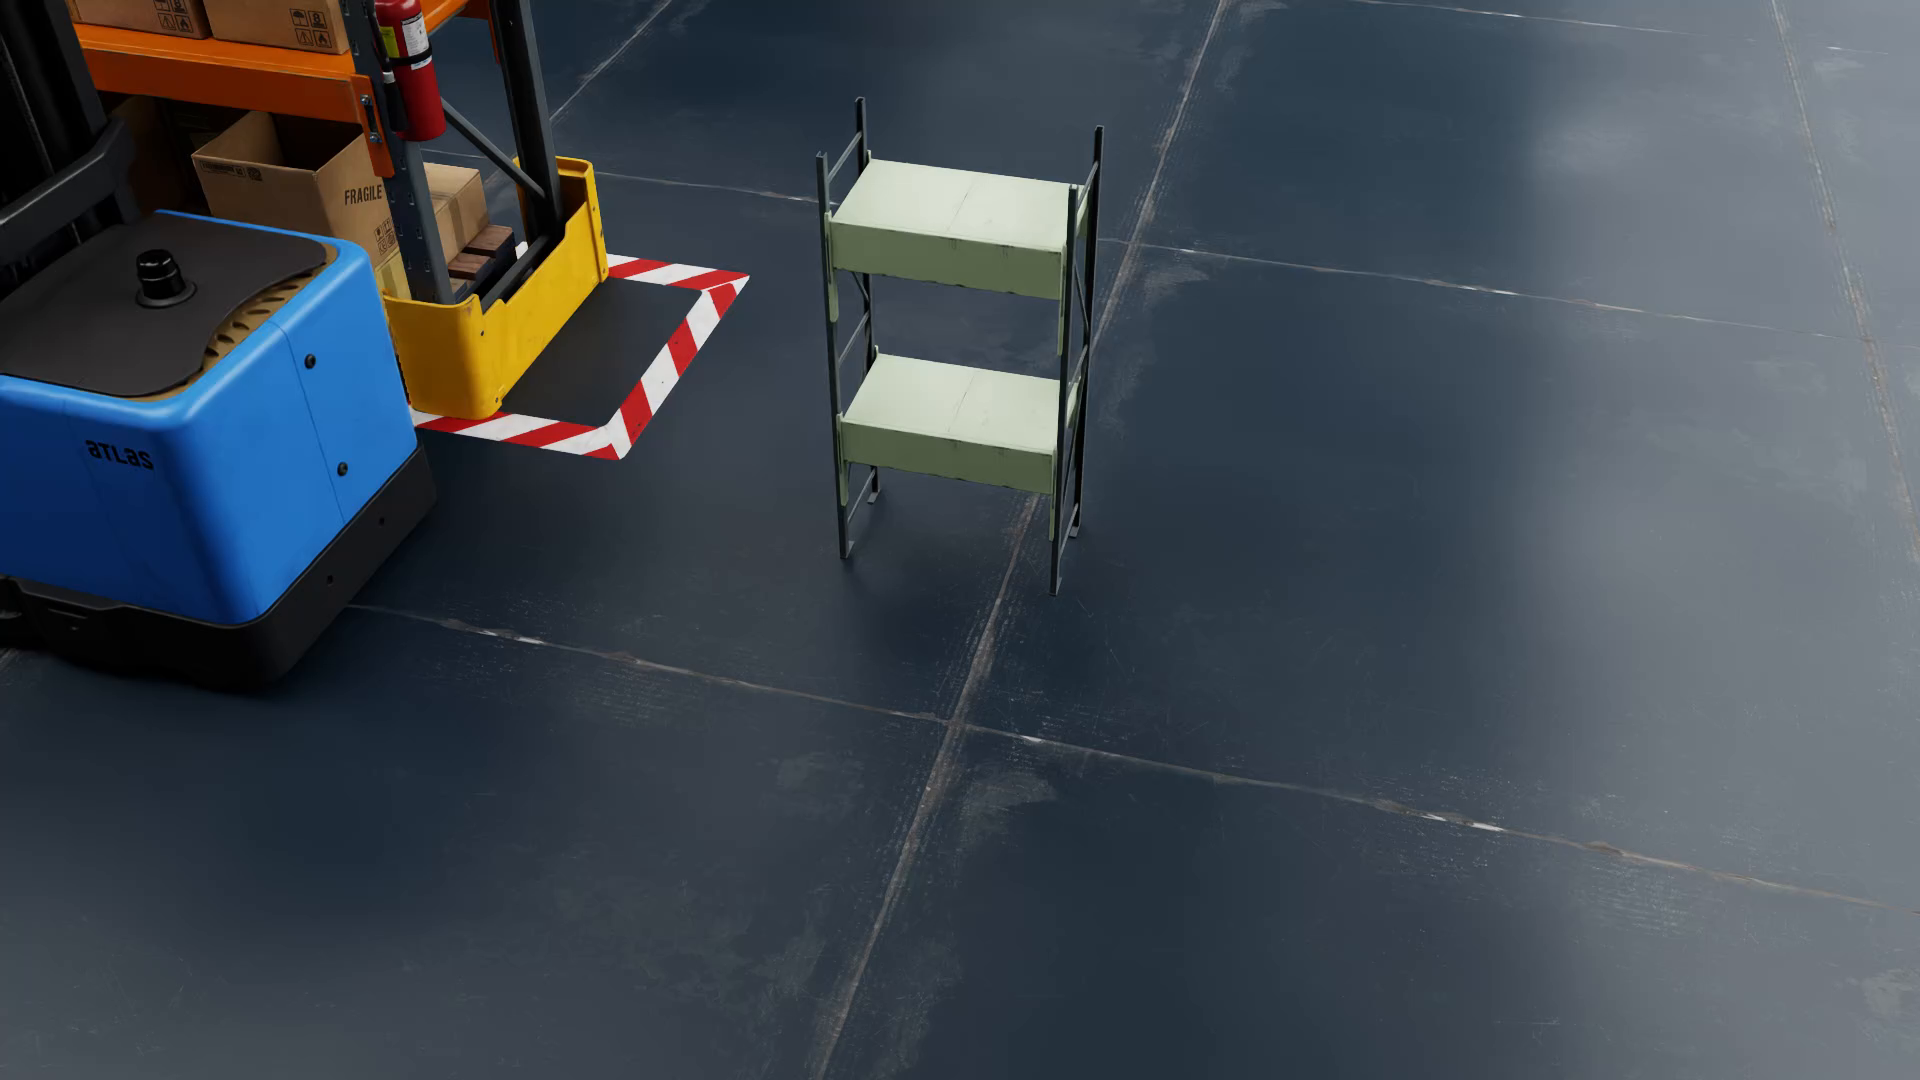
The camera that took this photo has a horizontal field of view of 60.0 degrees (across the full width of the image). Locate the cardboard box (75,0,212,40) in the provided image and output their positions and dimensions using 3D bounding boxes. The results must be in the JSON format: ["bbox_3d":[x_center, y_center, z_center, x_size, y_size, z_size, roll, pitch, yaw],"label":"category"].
[{"bbox_3d":[-2.782,-2.194,5.952,0.500,0.500,0.700,11,41,13],"label":"cardboard box"}]

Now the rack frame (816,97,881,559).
[{"bbox_3d":[-0.347,-0.634,5.339,0.023,1.500,0.400,10,41,11],"label":"rack frame"}]

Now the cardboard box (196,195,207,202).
[{"bbox_3d":[-2.771,-1.402,6.899,0.500,0.250,0.500,10,41,11],"label":"cardboard box"}]

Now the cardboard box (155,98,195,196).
[{"bbox_3d":[-3.256,-1.765,6.748,0.500,0.500,0.500,10,41,11],"label":"cardboard box"}]

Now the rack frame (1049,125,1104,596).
[{"bbox_3d":[0.360,-0.512,5.194,0.023,1.500,0.400,10,41,11],"label":"rack frame"}]

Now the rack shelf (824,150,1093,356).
[{"bbox_3d":[0.006,-0.872,5.015,0.720,0.370,0.431,10,41,11],"label":"rack shelf"}]

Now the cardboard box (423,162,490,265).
[{"bbox_3d":[-2.287,-1.321,6.802,0.500,0.250,0.500,10,41,11],"label":"cardboard box"}]

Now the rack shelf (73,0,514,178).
[{"bbox_3d":[-3.758,-2.043,6.410,4.000,0.370,1.077,10,41,11],"label":"rack shelf"}]

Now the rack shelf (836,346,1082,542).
[{"bbox_3d":[0.006,-0.324,5.476,0.720,0.370,0.431,10,41,11],"label":"rack shelf"}]

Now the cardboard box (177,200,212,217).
[{"bbox_3d":[-2.907,-1.075,6.509,0.500,0.250,0.500,10,41,11],"label":"cardboard box"}]

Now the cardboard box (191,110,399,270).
[{"bbox_3d":[-2.421,-1.285,6.176,0.500,0.500,0.500,10,41,11],"label":"cardboard box"}]

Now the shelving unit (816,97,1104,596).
[{"bbox_3d":[0.006,-0.573,5.266,0.755,1.500,0.431,10,41,11],"label":"shelving unit"}]

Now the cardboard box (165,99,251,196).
[{"bbox_3d":[-2.770,-1.690,6.659,0.500,0.500,0.500,10,41,11],"label":"cardboard box"}]

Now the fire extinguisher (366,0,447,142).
[{"bbox_3d":[-1.832,-1.648,5.440,0.183,0.674,0.296,10,41,11],"label":"fire extinguisher"}]

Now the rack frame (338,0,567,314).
[{"bbox_3d":[-1.826,-1.986,5.782,0.127,3.000,1.000,10,41,11],"label":"rack frame"}]

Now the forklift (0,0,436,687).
[{"bbox_3d":[-3.404,-1.210,4.911,3.031,2.935,1.130,11,41,13],"label":"forklift"}]

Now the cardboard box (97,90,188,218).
[{"bbox_3d":[-3.391,-1.442,6.364,0.500,0.500,0.500,10,41,11],"label":"cardboard box"}]

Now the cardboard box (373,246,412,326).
[{"bbox_3d":[-2.420,-0.999,6.419,0.500,0.250,0.500,10,41,11],"label":"cardboard box"}]

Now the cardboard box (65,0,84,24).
[{"bbox_3d":[-3.260,-2.280,6.055,0.500,0.500,0.700,10,41,12],"label":"cardboard box"}]

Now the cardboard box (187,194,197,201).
[{"bbox_3d":[-3.253,-1.485,6.998,0.500,0.250,0.500,10,41,11],"label":"cardboard box"}]

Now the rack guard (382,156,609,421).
[{"bbox_3d":[-1.803,-1.025,6.582,0.348,0.500,1.175,10,41,11],"label":"rack guard"}]

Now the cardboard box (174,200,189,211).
[{"bbox_3d":[-3.390,-1.157,6.607,0.500,0.250,0.500,10,41,11],"label":"cardboard box"}]

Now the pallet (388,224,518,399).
[{"bbox_3d":[-2.576,-1.019,6.799,1.213,0.211,1.003,10,41,11],"label":"pallet"}]

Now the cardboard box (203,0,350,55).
[{"bbox_3d":[-2.274,-2.110,5.852,0.500,0.500,0.700,10,41,11],"label":"cardboard box"}]
